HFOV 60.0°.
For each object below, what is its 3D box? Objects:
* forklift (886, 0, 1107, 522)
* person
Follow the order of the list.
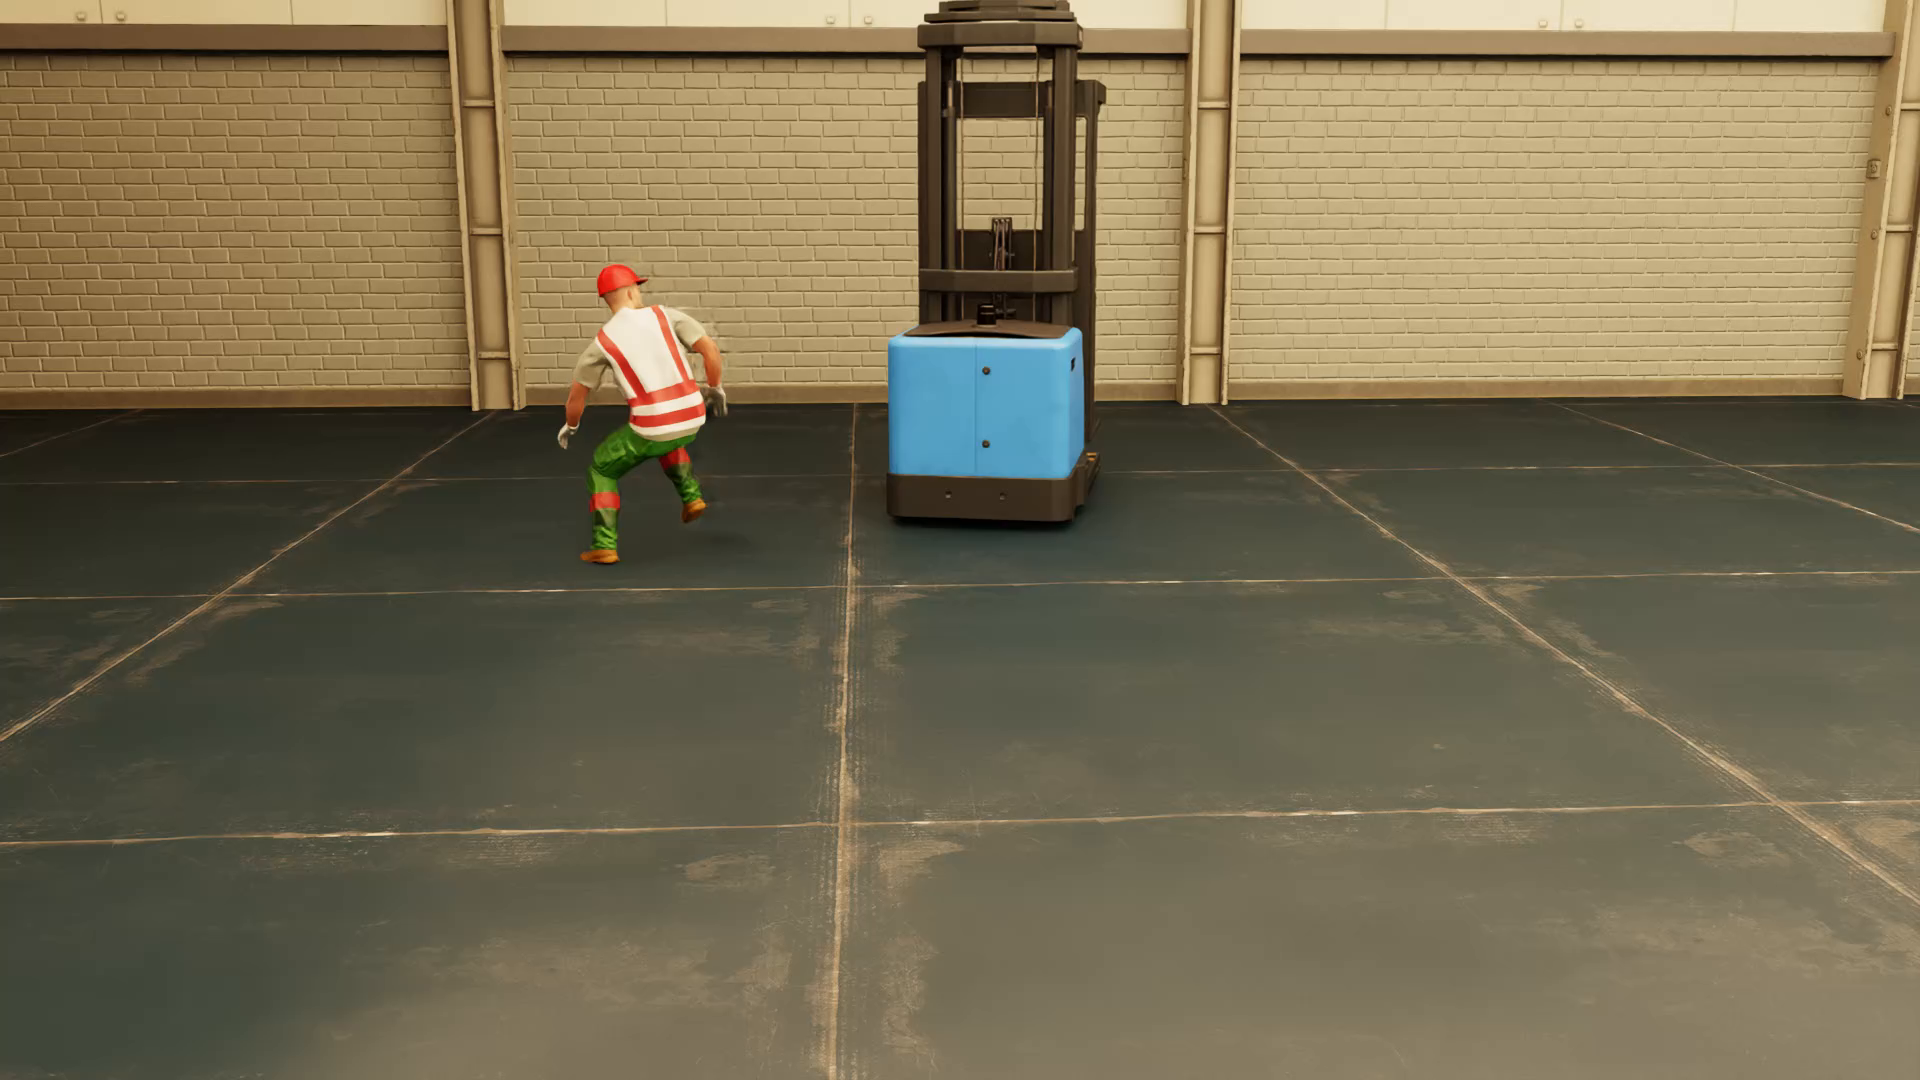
[{"bbox_3d":[0.326,-1.805,10.448,1.130,2.935,3.031,2,13,9],"label":"forklift"},{"bbox_3d":[-1.644,-0.666,8.712,0.811,1.538,0.680,-8,15,-32],"label":"person"}]
